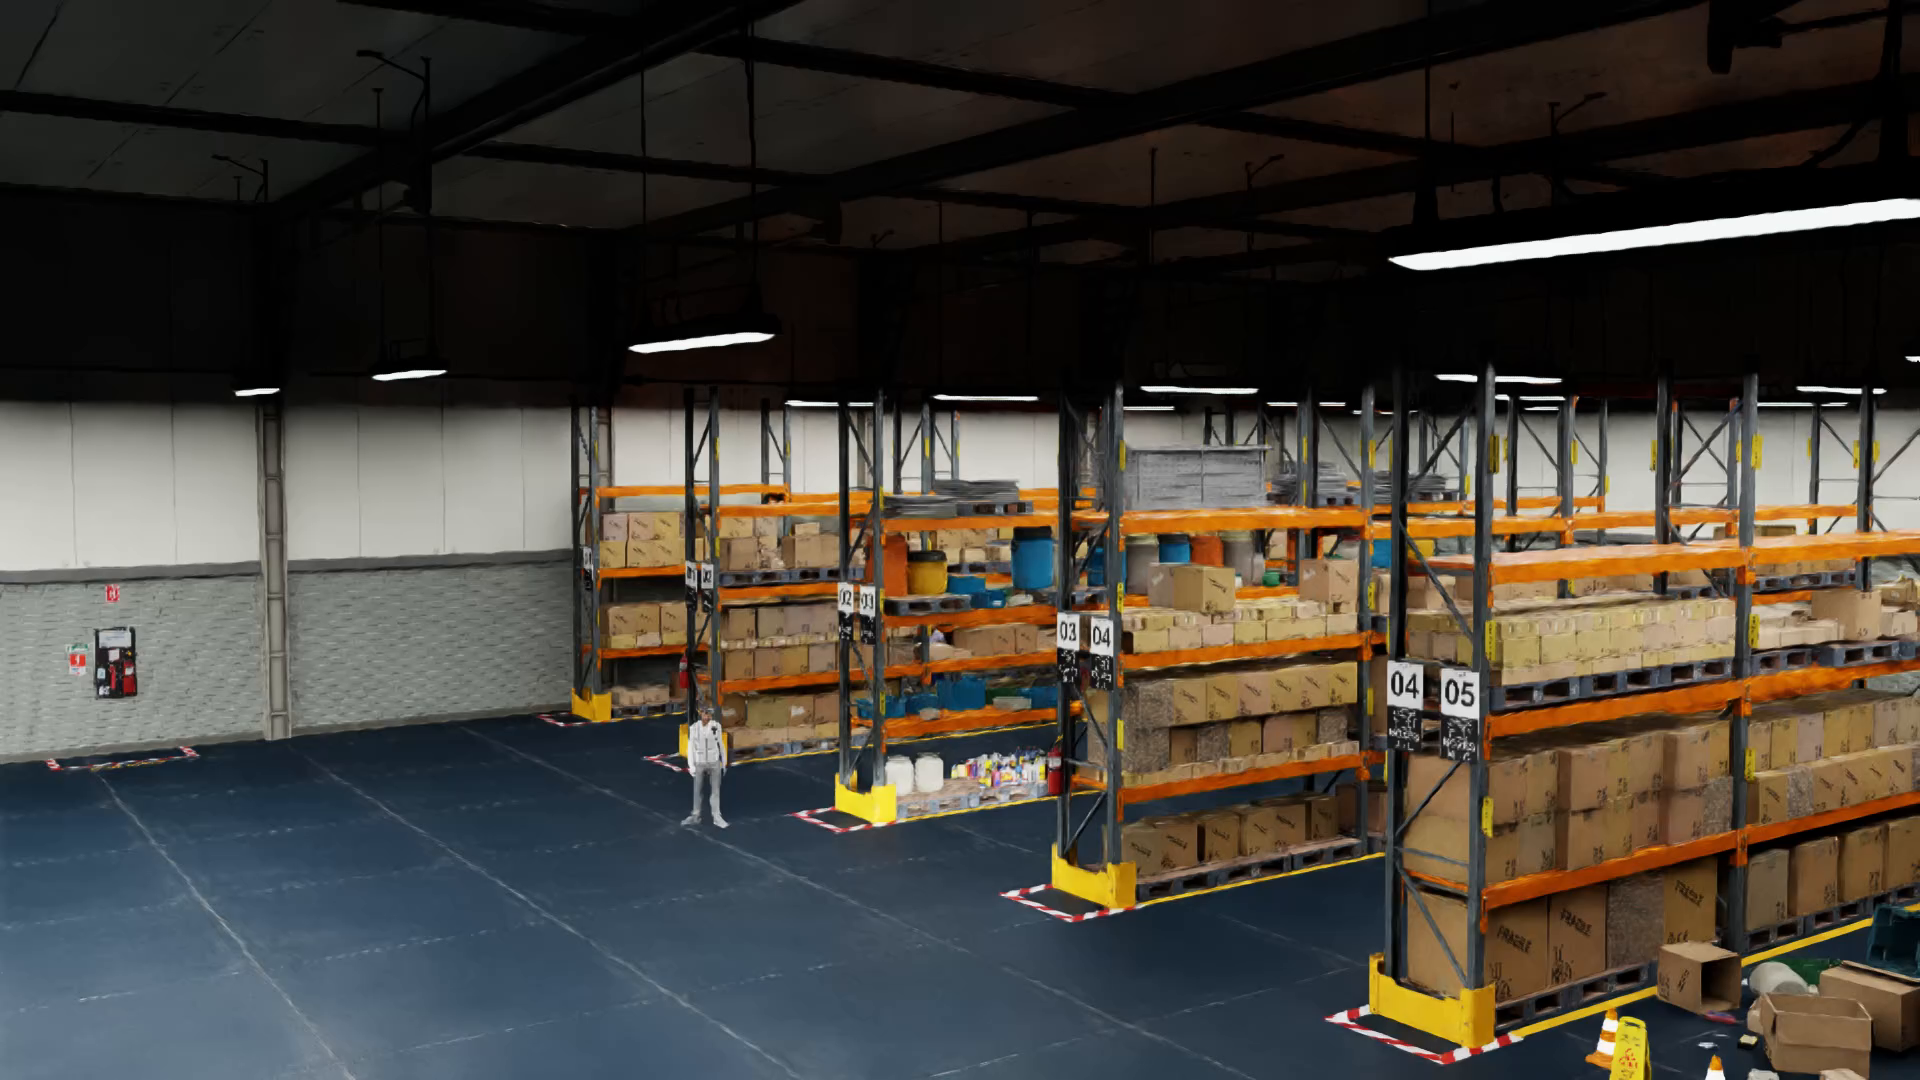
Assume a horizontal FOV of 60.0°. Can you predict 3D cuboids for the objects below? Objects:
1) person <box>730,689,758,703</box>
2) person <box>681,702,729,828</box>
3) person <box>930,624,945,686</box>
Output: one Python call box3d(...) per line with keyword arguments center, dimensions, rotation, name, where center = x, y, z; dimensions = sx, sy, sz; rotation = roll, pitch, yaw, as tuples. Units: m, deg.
box3d(center=(-3.852, 2.551, 29.014), dimensions=(1.173, 1.700, 0.587), rotation=(-3, 4, -36), name="person")
box3d(center=(-3.417, 2.988, 22.216), dimensions=(0.630, 1.677, 0.413), rotation=(-1, 3, -11), name="person")
box3d(center=(-0.522, 2.361, 33.265), dimensions=(0.999, 1.580, 0.478), rotation=(-3, 5, -43), name="person")
